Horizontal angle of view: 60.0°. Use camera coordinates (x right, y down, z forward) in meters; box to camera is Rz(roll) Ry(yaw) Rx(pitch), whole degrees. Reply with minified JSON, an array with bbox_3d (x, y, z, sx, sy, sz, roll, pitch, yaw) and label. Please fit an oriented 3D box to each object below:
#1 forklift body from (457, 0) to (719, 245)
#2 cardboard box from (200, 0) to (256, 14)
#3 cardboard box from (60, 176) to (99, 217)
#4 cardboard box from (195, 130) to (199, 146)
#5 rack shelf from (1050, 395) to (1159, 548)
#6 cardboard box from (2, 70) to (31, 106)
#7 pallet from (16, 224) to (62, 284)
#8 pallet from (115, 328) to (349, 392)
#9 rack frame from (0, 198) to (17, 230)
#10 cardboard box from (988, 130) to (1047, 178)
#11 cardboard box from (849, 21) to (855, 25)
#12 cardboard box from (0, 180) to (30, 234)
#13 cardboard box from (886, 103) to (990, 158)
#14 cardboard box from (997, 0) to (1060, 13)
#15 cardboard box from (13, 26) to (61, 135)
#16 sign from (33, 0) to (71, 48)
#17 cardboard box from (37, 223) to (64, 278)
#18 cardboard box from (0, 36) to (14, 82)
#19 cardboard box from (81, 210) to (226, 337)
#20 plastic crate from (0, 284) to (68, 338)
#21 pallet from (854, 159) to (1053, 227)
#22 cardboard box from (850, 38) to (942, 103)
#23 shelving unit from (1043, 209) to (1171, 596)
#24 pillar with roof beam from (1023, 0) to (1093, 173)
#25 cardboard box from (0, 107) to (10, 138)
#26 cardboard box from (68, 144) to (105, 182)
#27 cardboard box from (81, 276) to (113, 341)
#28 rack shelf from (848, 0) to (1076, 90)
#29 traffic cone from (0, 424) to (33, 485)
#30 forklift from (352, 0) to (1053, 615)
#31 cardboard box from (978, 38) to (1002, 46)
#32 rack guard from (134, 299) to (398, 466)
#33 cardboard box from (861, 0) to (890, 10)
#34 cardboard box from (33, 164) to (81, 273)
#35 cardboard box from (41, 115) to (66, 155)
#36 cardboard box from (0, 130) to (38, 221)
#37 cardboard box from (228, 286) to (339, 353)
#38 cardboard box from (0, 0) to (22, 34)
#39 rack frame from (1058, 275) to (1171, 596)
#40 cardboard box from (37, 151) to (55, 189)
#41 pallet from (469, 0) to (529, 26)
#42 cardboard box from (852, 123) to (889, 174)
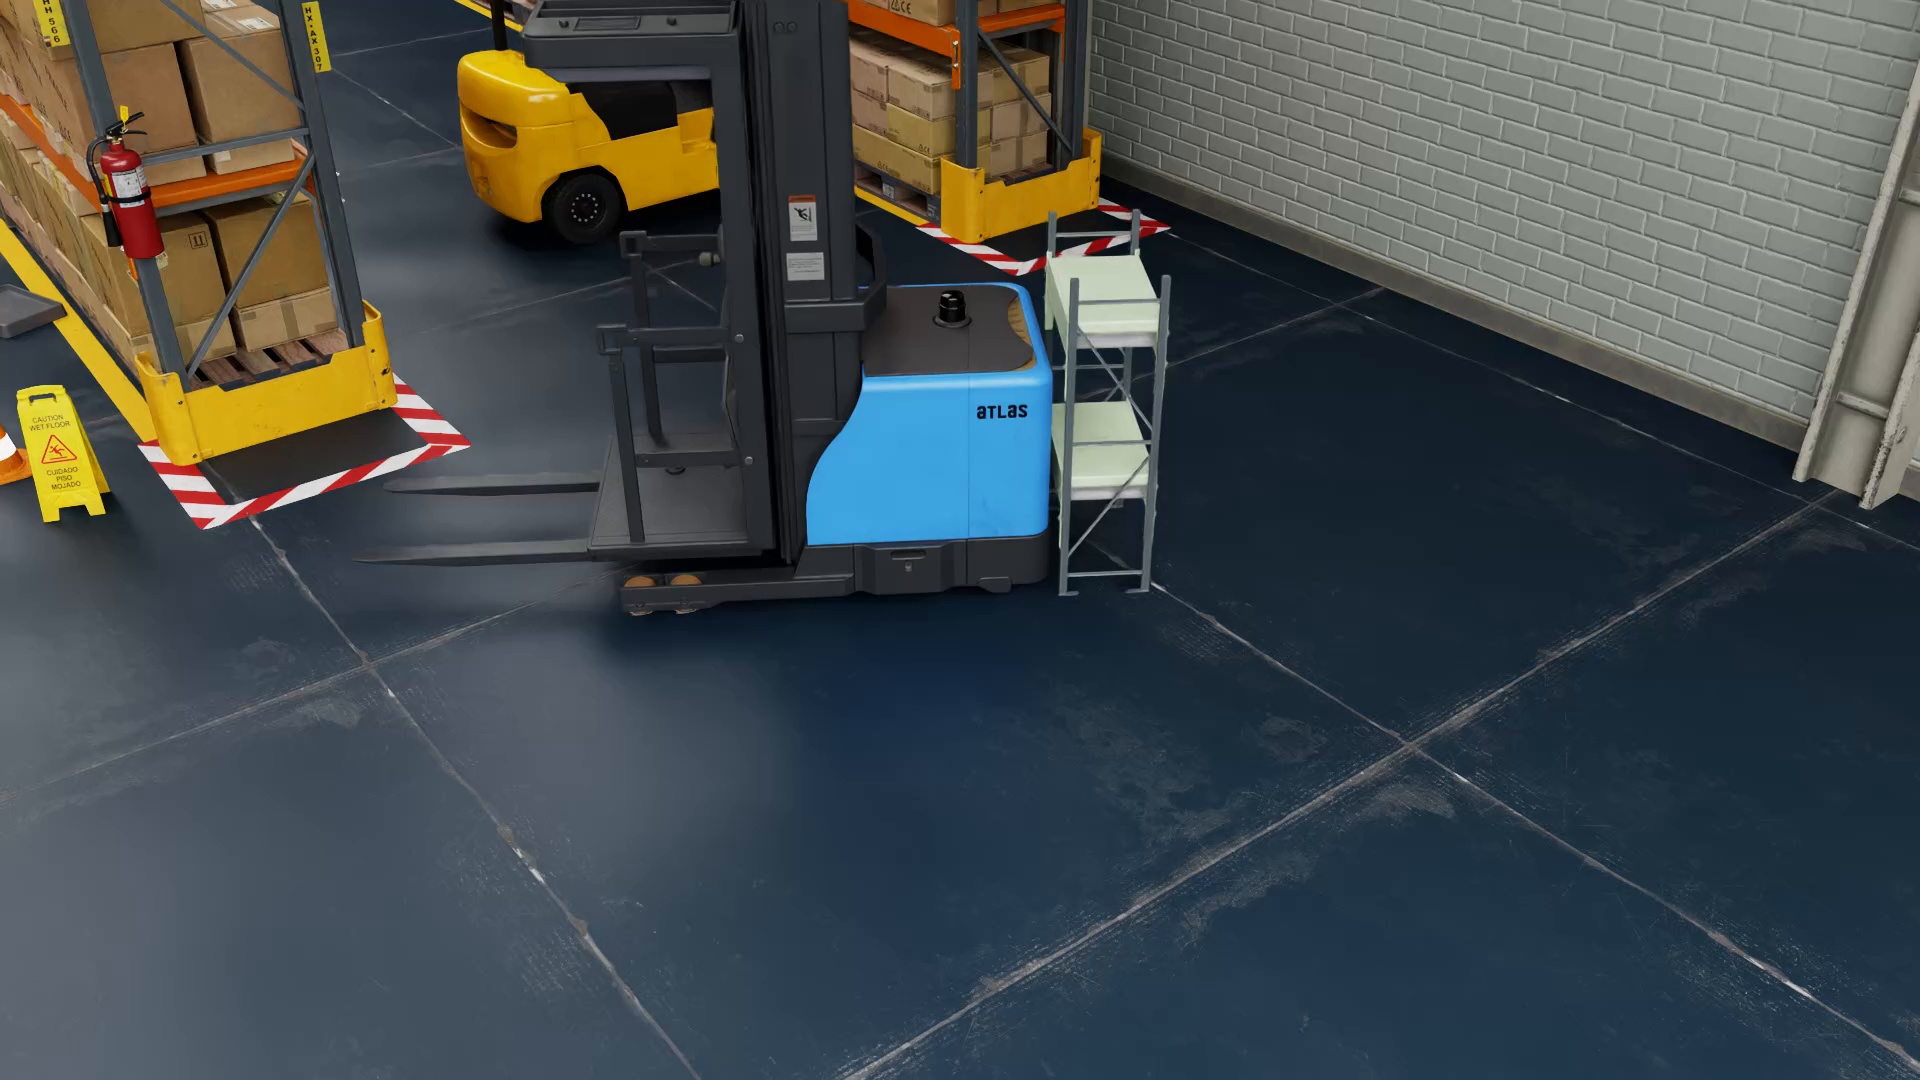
[{"bbox_3d":[-2.204,-3.307,11.037,2.313,2.155,1.214,-22,38,-31],"label":"forklift body"},{"bbox_3d":[-3.911,-2.531,8.606,0.500,0.500,0.500,-21,38,-30],"label":"cardboard box"},{"bbox_3d":[-4.495,-1.846,8.761,0.380,0.149,0.250,-21,38,-30],"label":"cardboard box"},{"bbox_3d":[-3.730,-2.063,8.467,0.380,0.149,0.250,-22,38,-31],"label":"cardboard box"},{"bbox_3d":[0.609,-0.318,7.458,0.431,0.370,0.720,-2,32,-4],"label":"rack shelf"},{"bbox_3d":[-5.079,-2.554,9.257,0.380,0.149,0.250,-22,38,-32],"label":"cardboard box"},{"bbox_3d":[-5.532,-2.075,10.890,1.003,0.211,1.213,-22,38,-31],"label":"pallet"},{"bbox_3d":[-4.036,-1.058,9.253,1.003,0.211,1.213,-22,38,-31],"label":"pallet"},{"bbox_3d":[-5.972,-3.528,10.587,1.000,3.000,0.127,-22,38,-31],"label":"rack frame"},{"bbox_3d":[0.253,-2.746,11.537,0.500,0.250,0.500,-22,38,-31],"label":"cardboard box"},{"bbox_3d":[-1.069,-3.626,12.005,0.500,0.250,0.500,-23,39,-32],"label":"cardboard box"},{"bbox_3d":[-5.823,-2.205,10.665,0.500,0.250,0.500,-24,39,-33],"label":"cardboard box"},{"bbox_3d":[-0.146,-2.792,11.137,0.500,0.250,0.500,-23,38,-32],"label":"cardboard box"},{"bbox_3d":[0.315,-3.807,10.941,0.500,0.500,0.500,-21,37,-30],"label":"cardboard box"},{"bbox_3d":[-4.373,-2.377,8.357,0.500,0.500,0.500,-22,38,-31],"label":"cardboard box"},{"bbox_3d":[-3.970,-2.315,7.238,0.100,0.325,0.005,-22,38,-31],"label":"sign"},{"bbox_3d":[-5.160,-1.766,9.958,0.500,0.250,0.500,-23,38,-32],"label":"cardboard box"},{"bbox_3d":[-4.973,-2.804,9.044,0.500,0.500,0.500,-22,38,-31],"label":"cardboard box"},{"bbox_3d":[-4.216,-1.439,8.721,0.500,0.500,0.500,-22,38,-31],"label":"cardboard box"},{"bbox_3d":[-5.657,-1.368,9.876,0.583,0.080,0.402,18,36,27],"label":"plastic crate"},{"bbox_3d":[-0.103,-2.589,11.718,1.003,0.211,1.213,-22,38,-31],"label":"pallet"},{"bbox_3d":[-0.447,-3.205,11.328,0.500,0.250,0.500,-22,38,-31],"label":"cardboard box"},{"bbox_3d":[0.609,-0.595,7.286,0.431,1.500,0.755,-2,32,-4],"label":"shelving unit"},{"bbox_3d":[-2.716,-5.205,7.602,9.100,9.000,0.400,-22,38,-31],"label":"pillar with roof beam"},{"bbox_3d":[-5.478,-2.514,9.837,0.380,0.149,0.250,-21,37,-30],"label":"cardboard box"},{"bbox_3d":[-4.160,-1.910,8.221,0.380,0.149,0.250,-23,38,-32],"label":"cardboard box"},{"bbox_3d":[-4.539,-1.339,9.271,0.500,0.250,0.500,-22,38,-31],"label":"cardboard box"},{"bbox_3d":[-0.827,-3.996,12.023,1.077,0.370,4.000,-22,38,-31],"label":"rack shelf"},{"bbox_3d":[-4.802,-0.545,8.188,0.336,0.463,0.334,-22,38,-31],"label":"traffic cone"},{"bbox_3d":[-1.145,-1.208,6.918,3.031,2.935,1.130,-2,32,-4],"label":"forklift"},{"bbox_3d":[-0.055,-3.372,11.596,0.500,0.250,0.500,-22,38,-31],"label":"cardboard box"},{"bbox_3d":[-3.566,-0.830,8.613,1.175,0.500,0.348,-22,38,-31],"label":"rack guard"},{"bbox_3d":[-0.421,-3.850,11.011,0.500,0.500,0.500,-21,38,-30],"label":"cardboard box"},{"bbox_3d":[-4.843,-1.868,9.412,0.500,0.500,0.500,-23,39,-32],"label":"cardboard box"},{"bbox_3d":[-4.482,-2.121,8.561,0.380,0.149,0.250,-22,38,-31],"label":"cardboard box"},{"bbox_3d":[-5.486,-2.304,10.114,0.500,0.500,0.500,-21,37,-30],"label":"cardboard box"},{"bbox_3d":[-3.795,-1.296,9.203,0.500,0.250,0.500,-23,38,-32],"label":"cardboard box"},{"bbox_3d":[-4.309,-2.810,8.106,0.700,0.500,0.500,-22,38,-31],"label":"cardboard box"},{"bbox_3d":[0.636,-0.402,6.976,0.400,1.500,0.023,-2,32,-4],"label":"rack frame"},{"bbox_3d":[-4.806,-2.062,9.109,0.380,0.149,0.250,-21,37,-29],"label":"cardboard box"},{"bbox_3d":[-4.032,-5.262,16.022,1.003,0.211,1.213,-22,38,-31],"label":"pallet"},{"bbox_3d":[-0.436,-2.782,11.595,0.500,0.250,0.500,-22,38,-31],"label":"cardboard box"}]
